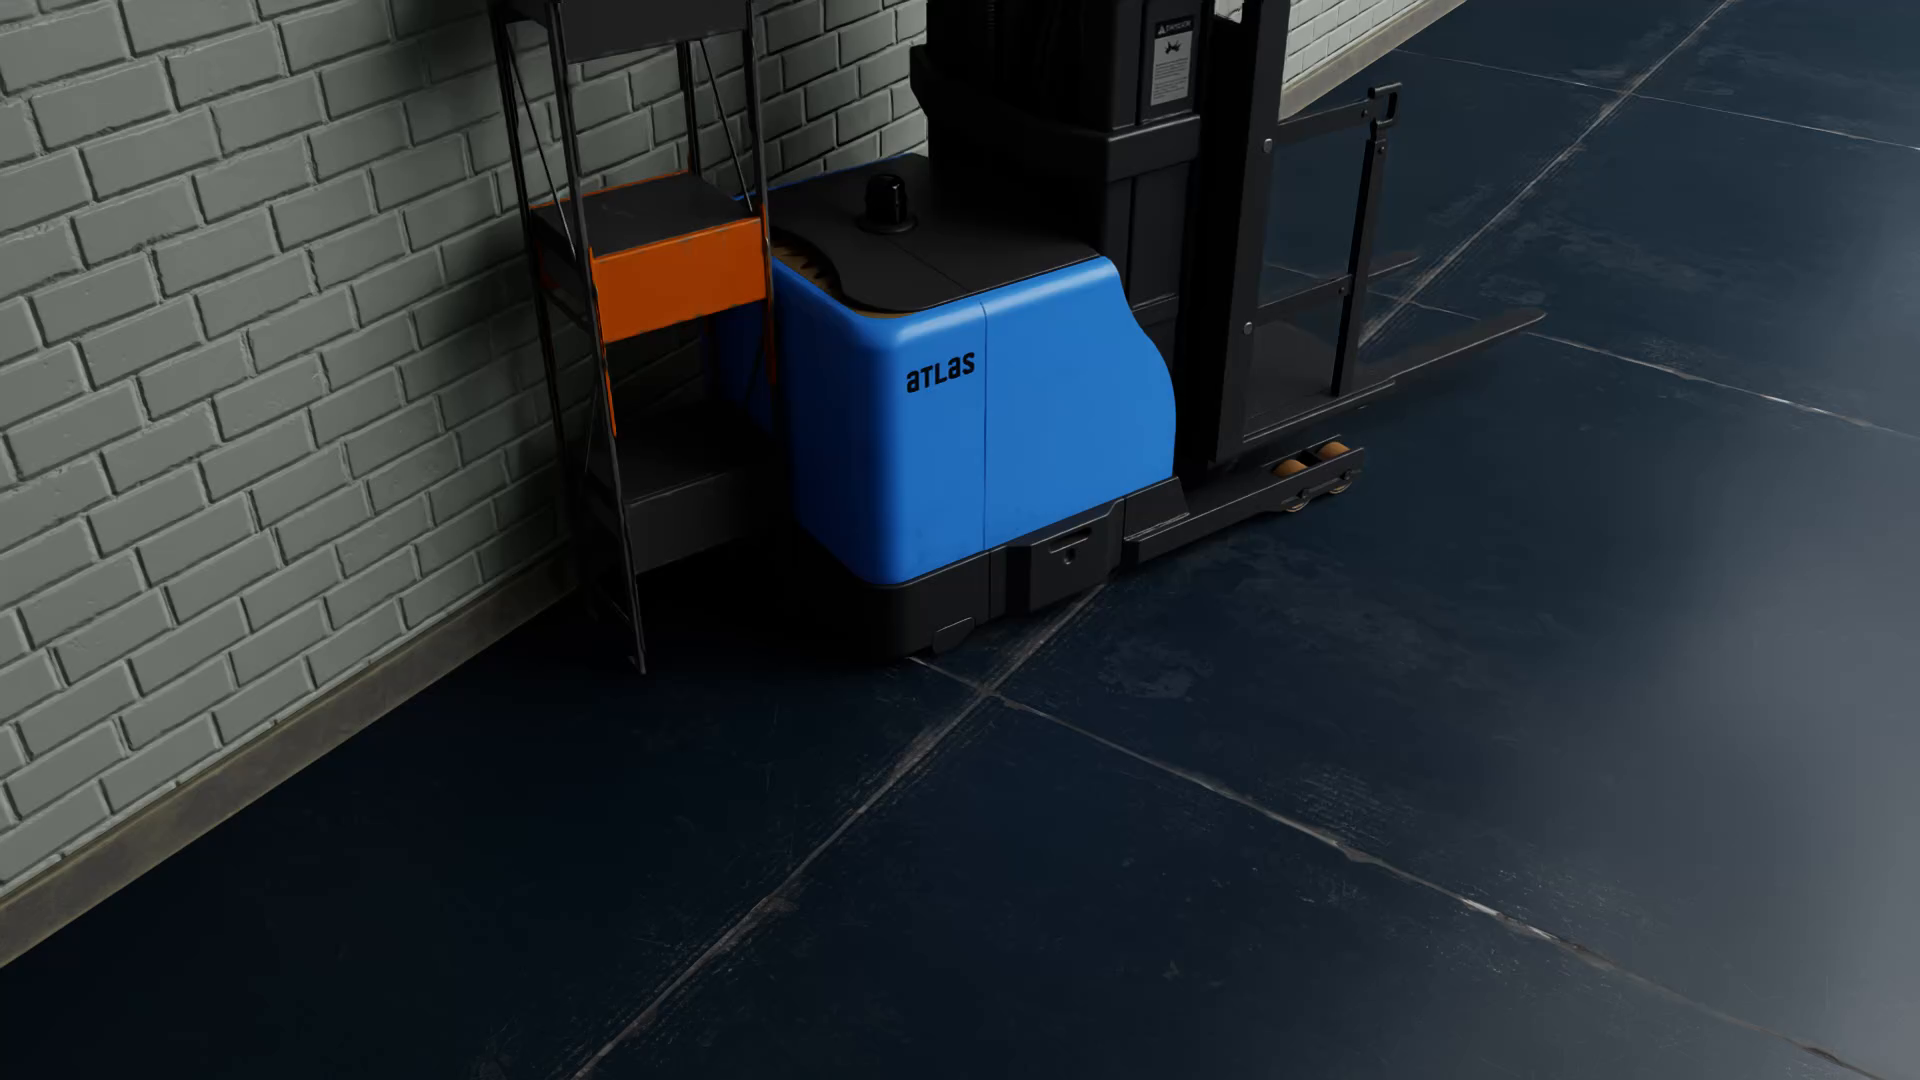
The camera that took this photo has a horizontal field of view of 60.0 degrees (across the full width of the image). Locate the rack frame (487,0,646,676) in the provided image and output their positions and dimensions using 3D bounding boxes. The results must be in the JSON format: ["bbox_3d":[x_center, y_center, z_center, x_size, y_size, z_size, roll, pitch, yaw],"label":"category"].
[{"bbox_3d":[-1.006,-0.582,4.236,0.015,2.100,0.400,-21,39,-28],"label":"rack frame"}]

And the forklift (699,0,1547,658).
[{"bbox_3d":[0.714,-1.527,4.891,3.031,2.935,1.130,-21,39,-28],"label":"forklift"}]

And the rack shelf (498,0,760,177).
[{"bbox_3d":[-0.806,-1.229,3.967,0.480,0.518,0.431,-21,39,-28],"label":"rack shelf"}]

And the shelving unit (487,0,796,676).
[{"bbox_3d":[-0.806,-0.660,4.352,0.503,2.100,0.431,-21,39,-28],"label":"shelving unit"}]

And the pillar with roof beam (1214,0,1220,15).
[{"bbox_3d":[4.356,-3.690,2.673,9.100,9.000,0.400,21,39,28],"label":"pillar with roof beam"}]

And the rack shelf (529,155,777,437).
[{"bbox_3d":[-0.806,-0.649,4.360,0.480,0.518,0.431,-21,39,-28],"label":"rack shelf"}]

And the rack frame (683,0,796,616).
[{"bbox_3d":[-0.605,-0.738,4.467,0.015,2.100,0.400,-21,39,-28],"label":"rack frame"}]

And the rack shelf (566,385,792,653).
[{"bbox_3d":[-0.806,-0.069,4.752,0.480,0.518,0.431,-21,39,-28],"label":"rack shelf"}]
